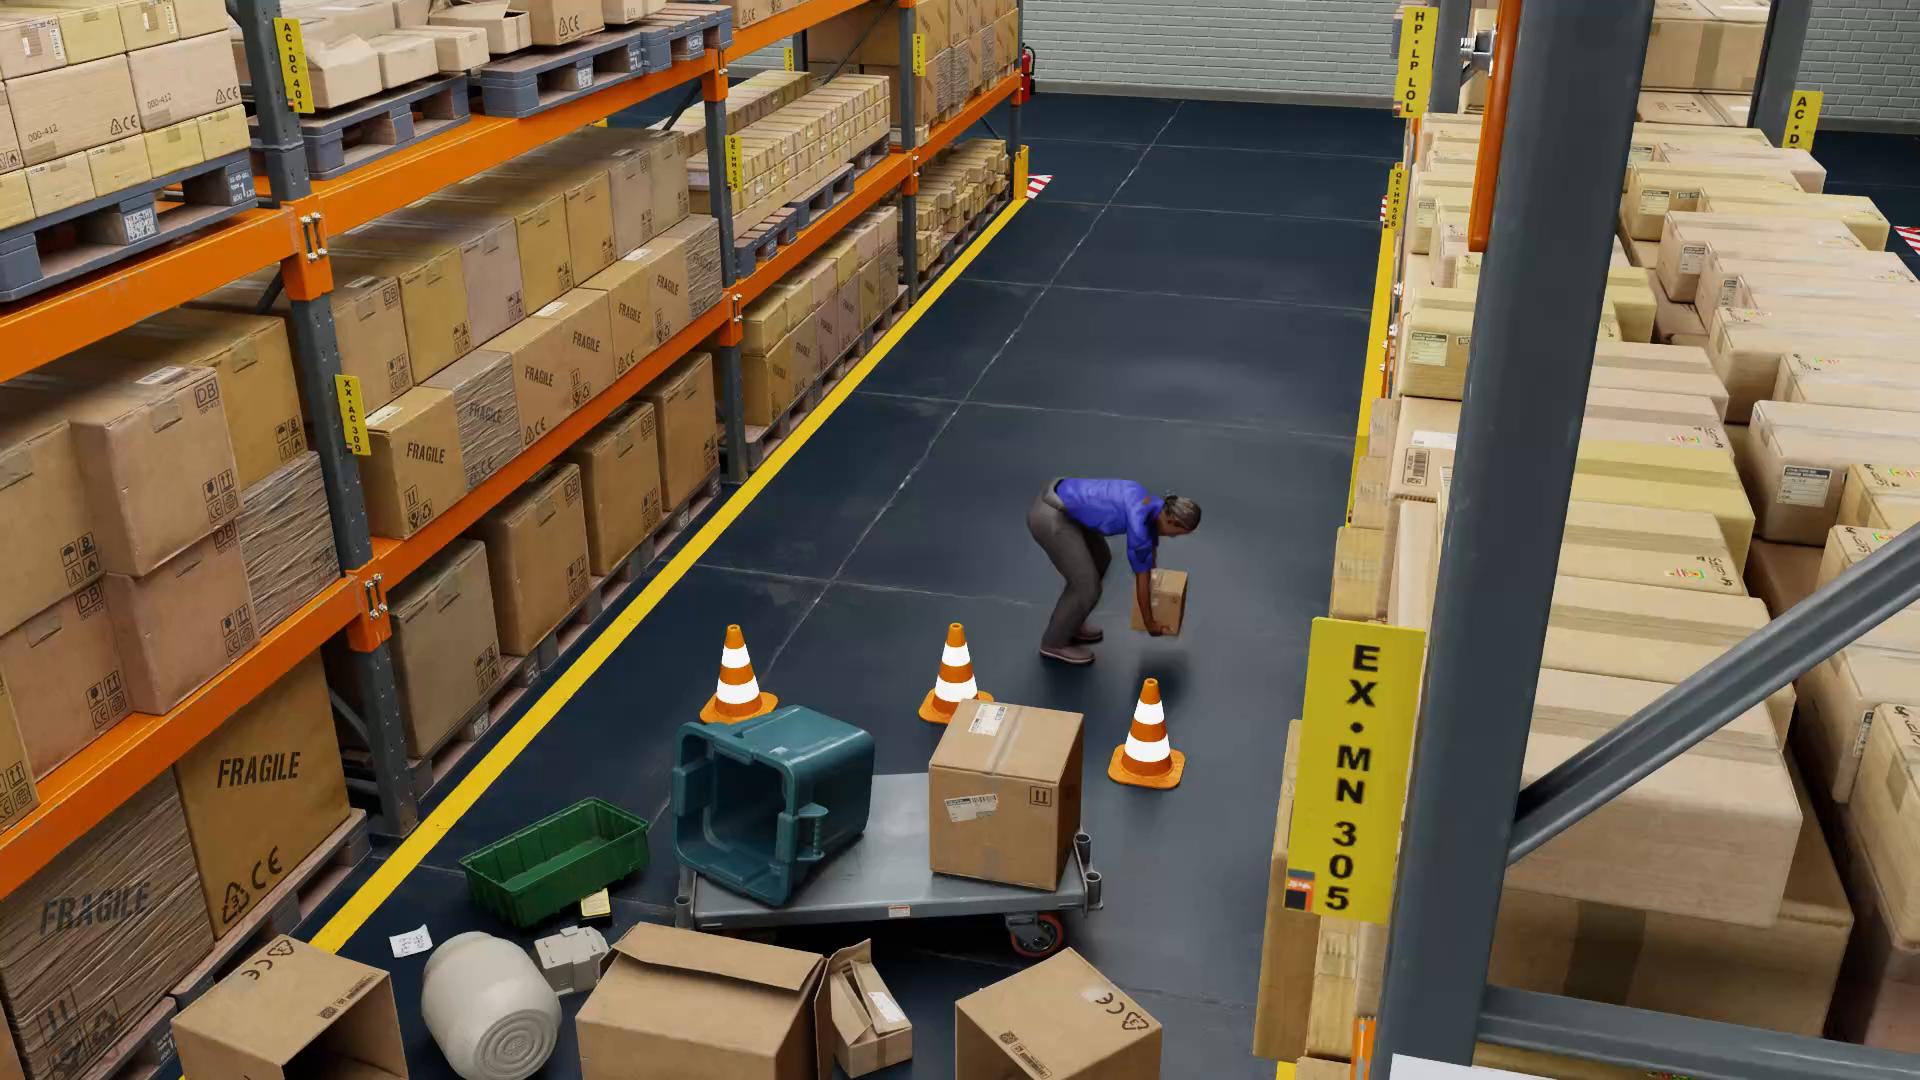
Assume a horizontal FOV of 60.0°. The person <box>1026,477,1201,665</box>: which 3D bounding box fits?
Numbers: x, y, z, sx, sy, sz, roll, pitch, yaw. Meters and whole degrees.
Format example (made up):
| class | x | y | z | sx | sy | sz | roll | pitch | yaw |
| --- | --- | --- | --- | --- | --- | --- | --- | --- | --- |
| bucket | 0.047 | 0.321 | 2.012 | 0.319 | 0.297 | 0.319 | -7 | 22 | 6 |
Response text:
| class | x | y | z | sx | sy | sz | roll | pitch | yaw |
| --- | --- | --- | --- | --- | --- | --- | --- | --- | --- |
| person | 0.786 | 0.150 | 8.603 | 0.878 | 0.971 | 0.445 | 5 | 26 | 11 |
